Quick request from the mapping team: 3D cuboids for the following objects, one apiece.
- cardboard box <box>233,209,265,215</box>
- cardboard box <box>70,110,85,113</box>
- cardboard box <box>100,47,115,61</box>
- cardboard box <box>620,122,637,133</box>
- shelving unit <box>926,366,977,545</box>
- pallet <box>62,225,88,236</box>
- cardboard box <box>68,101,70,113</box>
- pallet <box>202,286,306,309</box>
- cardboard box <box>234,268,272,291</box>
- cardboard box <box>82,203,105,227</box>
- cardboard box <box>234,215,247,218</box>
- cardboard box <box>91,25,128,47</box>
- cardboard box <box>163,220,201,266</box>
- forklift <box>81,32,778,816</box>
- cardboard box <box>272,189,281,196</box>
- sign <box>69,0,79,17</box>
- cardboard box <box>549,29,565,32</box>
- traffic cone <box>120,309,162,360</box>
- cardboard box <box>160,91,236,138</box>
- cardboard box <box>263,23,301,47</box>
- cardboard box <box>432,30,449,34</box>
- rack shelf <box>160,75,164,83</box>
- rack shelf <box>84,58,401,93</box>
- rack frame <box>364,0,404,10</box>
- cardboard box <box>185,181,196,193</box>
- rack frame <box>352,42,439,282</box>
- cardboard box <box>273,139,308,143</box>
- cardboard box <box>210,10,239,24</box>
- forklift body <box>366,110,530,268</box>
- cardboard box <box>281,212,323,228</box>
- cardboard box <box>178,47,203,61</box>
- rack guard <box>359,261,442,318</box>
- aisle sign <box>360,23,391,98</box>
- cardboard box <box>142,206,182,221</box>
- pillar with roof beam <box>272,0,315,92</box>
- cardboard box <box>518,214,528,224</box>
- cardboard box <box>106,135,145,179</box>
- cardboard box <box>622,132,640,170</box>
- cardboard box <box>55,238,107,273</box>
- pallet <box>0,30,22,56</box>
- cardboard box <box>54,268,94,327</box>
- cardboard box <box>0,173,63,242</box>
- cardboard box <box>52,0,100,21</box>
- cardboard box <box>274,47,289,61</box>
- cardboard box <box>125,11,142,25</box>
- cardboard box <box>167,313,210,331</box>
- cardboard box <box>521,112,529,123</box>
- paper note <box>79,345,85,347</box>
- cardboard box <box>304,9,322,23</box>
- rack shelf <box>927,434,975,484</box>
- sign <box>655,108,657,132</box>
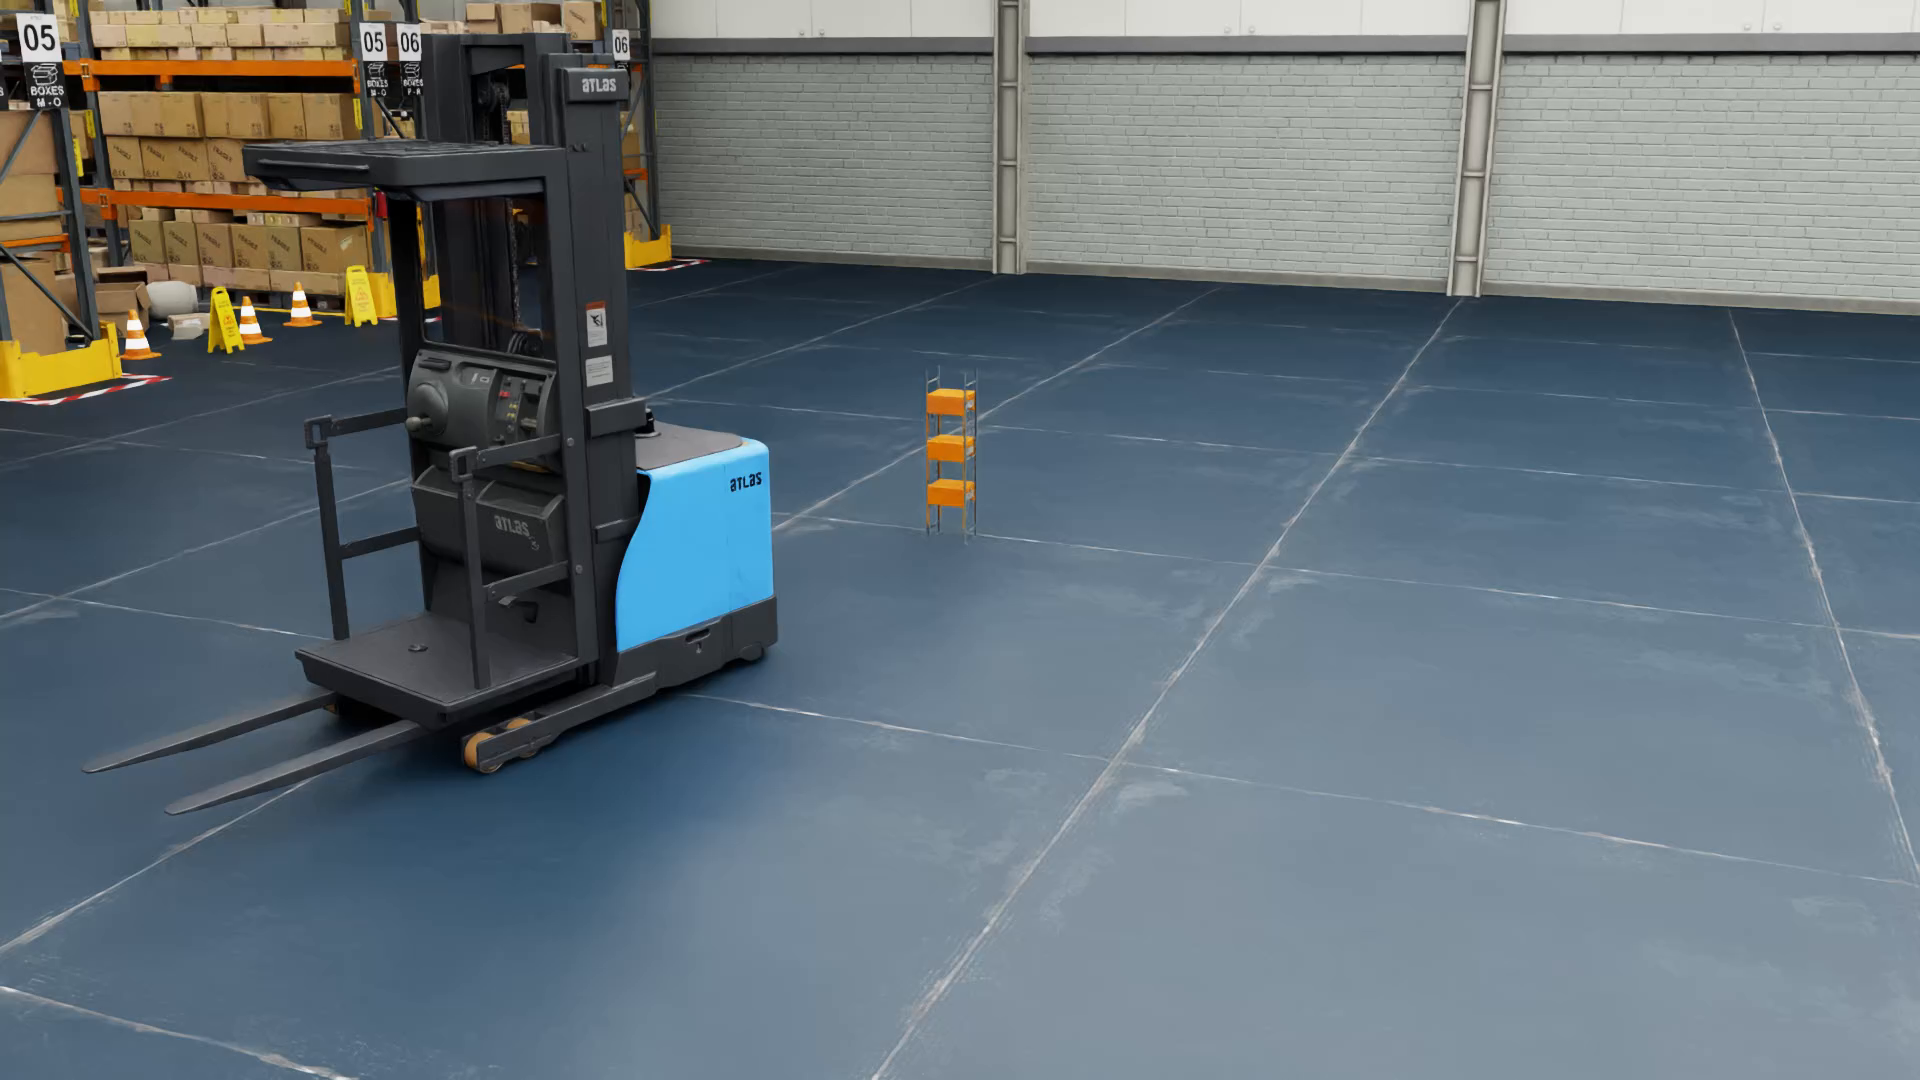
[{"bbox_3d":[-10.839,-5.155,26.058,0.625,0.625,0.875,7,18,22],"label":"cardboard box"},{"bbox_3d":[-14.166,-6.644,26.748,0.500,0.500,0.700,6,17,20],"label":"cardboard box"},{"bbox_3d":[-9.920,-5.753,19.680,0.250,0.149,0.380,6,17,20],"label":"cardboard box"},{"bbox_3d":[-4.803,-5.869,23.668,0.250,0.149,0.380,6,17,19],"label":"cardboard box"},{"bbox_3d":[-0.050,-0.510,10.046,0.252,1.050,0.215,6,17,21],"label":"shelving unit"},{"bbox_3d":[-14.975,-5.223,27.786,1.213,0.211,1.003,6,17,21],"label":"pallet"},{"bbox_3d":[-11.478,-5.458,20.963,0.250,0.149,0.380,7,18,24],"label":"cardboard box"},{"bbox_3d":[-8.345,-3.006,20.151,1.213,0.211,1.003,6,17,21],"label":"pallet"},{"bbox_3d":[-8.219,-3.121,19.724,0.500,0.250,0.500,6,17,19],"label":"cardboard box"},{"bbox_3d":[-13.937,-5.370,27.021,0.500,0.500,0.500,6,17,19],"label":"cardboard box"},{"bbox_3d":[-8.999,-3.728,20.469,0.500,0.500,0.500,7,17,22],"label":"cardboard box"},{"bbox_3d":[-9.813,-5.925,19.557,0.500,0.250,0.500,6,17,19],"label":"cardboard box"},{"bbox_3d":[-9.170,-3.589,19.988,0.500,0.500,0.500,7,18,23],"label":"cardboard box"},{"bbox_3d":[-2.187,-0.600,6.982,1.130,2.935,3.031,12,20,35],"label":"forklift"},{"bbox_3d":[-7.771,-4.092,19.341,0.250,0.149,0.380,7,17,21],"label":"cardboard box"},{"bbox_3d":[-10.322,-6.263,19.353,0.005,0.325,0.100,6,17,21],"label":"sign"},{"bbox_3d":[-5.465,-6.983,22.987,0.250,0.149,0.380,6,17,19],"label":"cardboard box"},{"bbox_3d":[-8.096,-2.030,16.337,0.334,0.463,0.336,6,17,21],"label":"traffic cone"},{"bbox_3d":[-8.868,-4.983,19.451,0.500,0.500,0.700,6,17,19],"label":"cardboard box"},{"bbox_3d":[-7.438,-5.669,18.677,0.500,0.250,0.500,6,17,20],"label":"cardboard box"},{"bbox_3d":[-7.283,-7.183,23.675,0.250,0.149,0.380,7,18,22],"label":"cardboard box"},{"bbox_3d":[-13.885,-7.526,26.627,4.000,0.370,1.077,6,17,21],"label":"rack shelf"},{"bbox_3d":[-8.261,-5.420,19.373,4.000,0.370,1.077,6,17,21],"label":"rack shelf"},{"bbox_3d":[-8.304,-8.698,23.995,0.127,3.000,1.000,6,17,21],"label":"rack frame"},{"bbox_3d":[-8.957,-4.208,19.739,0.250,0.149,0.380,6,17,20],"label":"cardboard box"},{"bbox_3d":[-6.401,-4.120,18.986,0.127,3.000,1.000,6,17,21],"label":"rack frame"},{"bbox_3d":[-7.471,-4.348,19.056,0.500,0.500,0.500,6,17,21],"label":"cardboard box"},{"bbox_3d":[-8.263,-5.929,18.857,0.250,0.149,0.380,7,18,22],"label":"cardboard box"},{"bbox_3d":[-7.016,-4.721,22.578,1.214,2.155,2.313,6,17,21],"label":"forklift body"},{"bbox_3d":[-7.608,-3.707,19.234,0.250,0.149,0.380,7,18,22],"label":"cardboard box"},{"bbox_3d":[-8.755,-5.599,19.151,0.250,0.149,0.380,6,17,20],"label":"cardboard box"},{"bbox_3d":[-6.471,-2.928,19.361,0.348,0.500,1.175,6,17,21],"label":"rack guard"},{"bbox_3d":[-6.449,-5.287,18.342,0.004,0.787,0.394,6,17,21],"label":"aisle sign"},{"bbox_3d":[-9.578,-3.923,19.978,0.250,0.149,0.380,7,17,21],"label":"cardboard box"},{"bbox_3d":[-12.061,-8.091,21.904,0.400,9.000,9.100,6,17,21],"label":"pillar with roof beam"},{"bbox_3d":[-6.101,-4.599,23.918,0.500,0.250,0.500,6,17,19],"label":"cardboard box"},{"bbox_3d":[-9.815,-4.603,19.936,0.500,0.500,0.500,6,17,20],"label":"cardboard box"},{"bbox_3d":[-4.942,-5.579,23.830,0.500,0.500,0.500,7,18,22],"label":"cardboard box"},{"bbox_3d":[-11.281,-3.595,21.136,0.625,0.372,0.950,7,18,24],"label":"cardboard box"},{"bbox_3d":[-8.817,-4.297,14.374,1.213,0.211,1.003,6,17,21],"label":"pallet"},{"bbox_3d":[-9.837,-2.603,17.994,0.503,0.637,0.797,6,17,21],"label":"cardboard box"},{"bbox_3d":[-8.485,-2.924,14.597,0.550,0.550,0.875,6,17,21],"label":"cardboard box"},{"bbox_3d":[-10.708,-6.366,19.960,0.500,0.250,0.500,7,17,22],"label":"cardboard box"},{"bbox_3d":[-7.525,-5.500,18.810,0.250,0.149,0.380,6,17,21],"label":"cardboard box"},{"bbox_3d":[-9.454,-6.067,19.332,0.250,0.149,0.380,6,17,19],"label":"cardboard box"},{"bbox_3d":[-8.360,-2.361,18.040,0.380,0.149,0.250,-12,20,-37],"label":"cardboard box"},{"bbox_3d":[-5.975,-5.972,23.488,0.250,0.149,0.380,7,18,22],"label":"cardboard box"},{"bbox_3d":[-8.920,-1.996,16.997,0.142,0.017,0.144,14,21,40],"label":"paper note"},{"bbox_3d":[-7.049,-5.817,18.472,0.250,0.149,0.380,7,17,22],"label":"cardboard box"},{"bbox_3d":[-0.050,-0.499,10.049,0.240,0.259,0.215,6,17,21],"label":"rack shelf"},{"bbox_3d":[-4.374,-6.005,23.783,0.005,0.325,0.100,6,17,21],"label":"sign"}]
